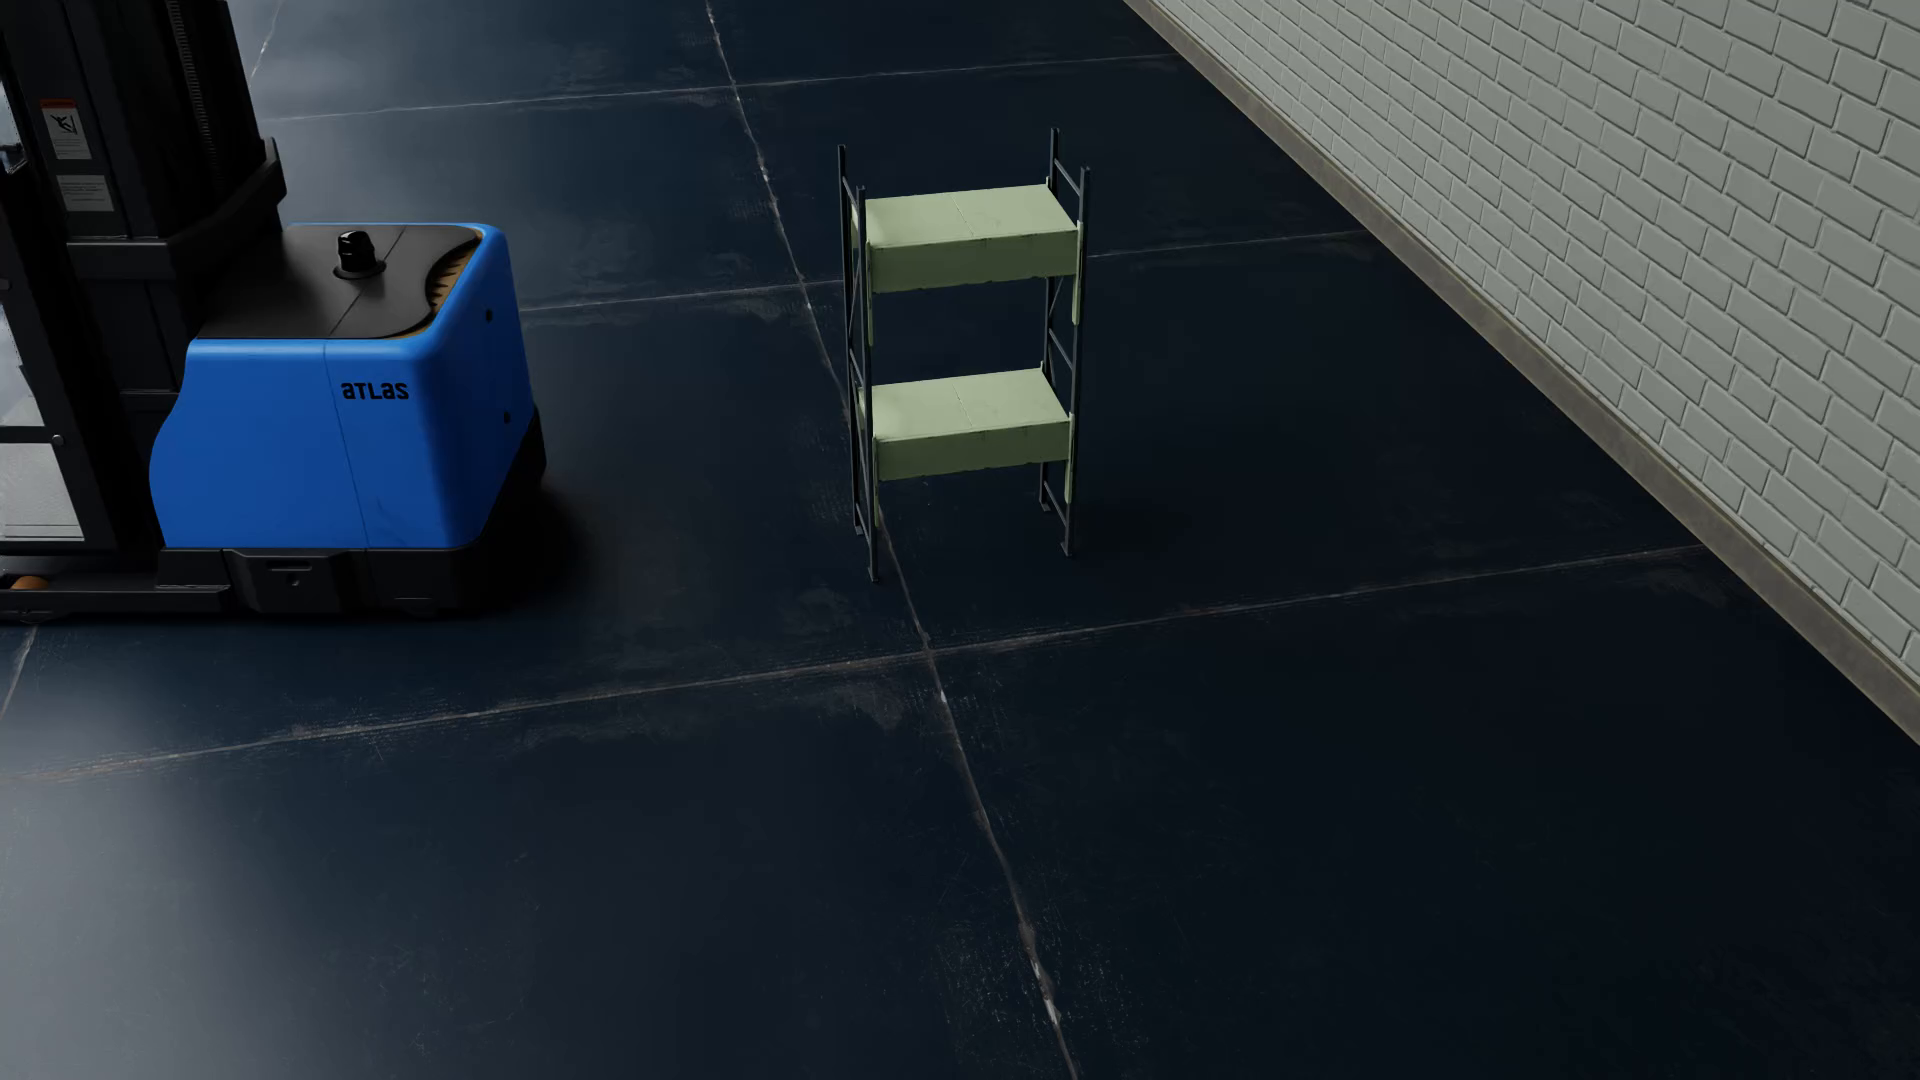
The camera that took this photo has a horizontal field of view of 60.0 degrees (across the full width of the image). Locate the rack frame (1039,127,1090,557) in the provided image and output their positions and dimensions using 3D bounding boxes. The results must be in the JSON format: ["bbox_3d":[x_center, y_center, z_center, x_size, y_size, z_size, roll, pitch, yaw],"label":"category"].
[{"bbox_3d":[0.364,-0.669,5.900,0.023,1.500,0.400,-7,35,-11],"label":"rack frame"}]

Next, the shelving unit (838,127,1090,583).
[{"bbox_3d":[0.007,-0.624,5.833,0.755,1.500,0.431,-7,35,-11],"label":"shelving unit"}]

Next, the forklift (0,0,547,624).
[{"bbox_3d":[-3.147,-1.219,5.436,3.031,2.935,1.130,0,34,0],"label":"forklift"}]

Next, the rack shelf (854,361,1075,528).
[{"bbox_3d":[0.007,-0.353,6.015,0.720,0.370,0.431,-7,35,-11],"label":"rack shelf"}]

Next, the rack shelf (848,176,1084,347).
[{"bbox_3d":[0.007,-0.948,5.616,0.720,0.370,0.431,-7,35,-11],"label":"rack shelf"}]

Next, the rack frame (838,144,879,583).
[{"bbox_3d":[-0.350,-0.579,5.766,0.023,1.500,0.400,-7,35,-11],"label":"rack frame"}]
